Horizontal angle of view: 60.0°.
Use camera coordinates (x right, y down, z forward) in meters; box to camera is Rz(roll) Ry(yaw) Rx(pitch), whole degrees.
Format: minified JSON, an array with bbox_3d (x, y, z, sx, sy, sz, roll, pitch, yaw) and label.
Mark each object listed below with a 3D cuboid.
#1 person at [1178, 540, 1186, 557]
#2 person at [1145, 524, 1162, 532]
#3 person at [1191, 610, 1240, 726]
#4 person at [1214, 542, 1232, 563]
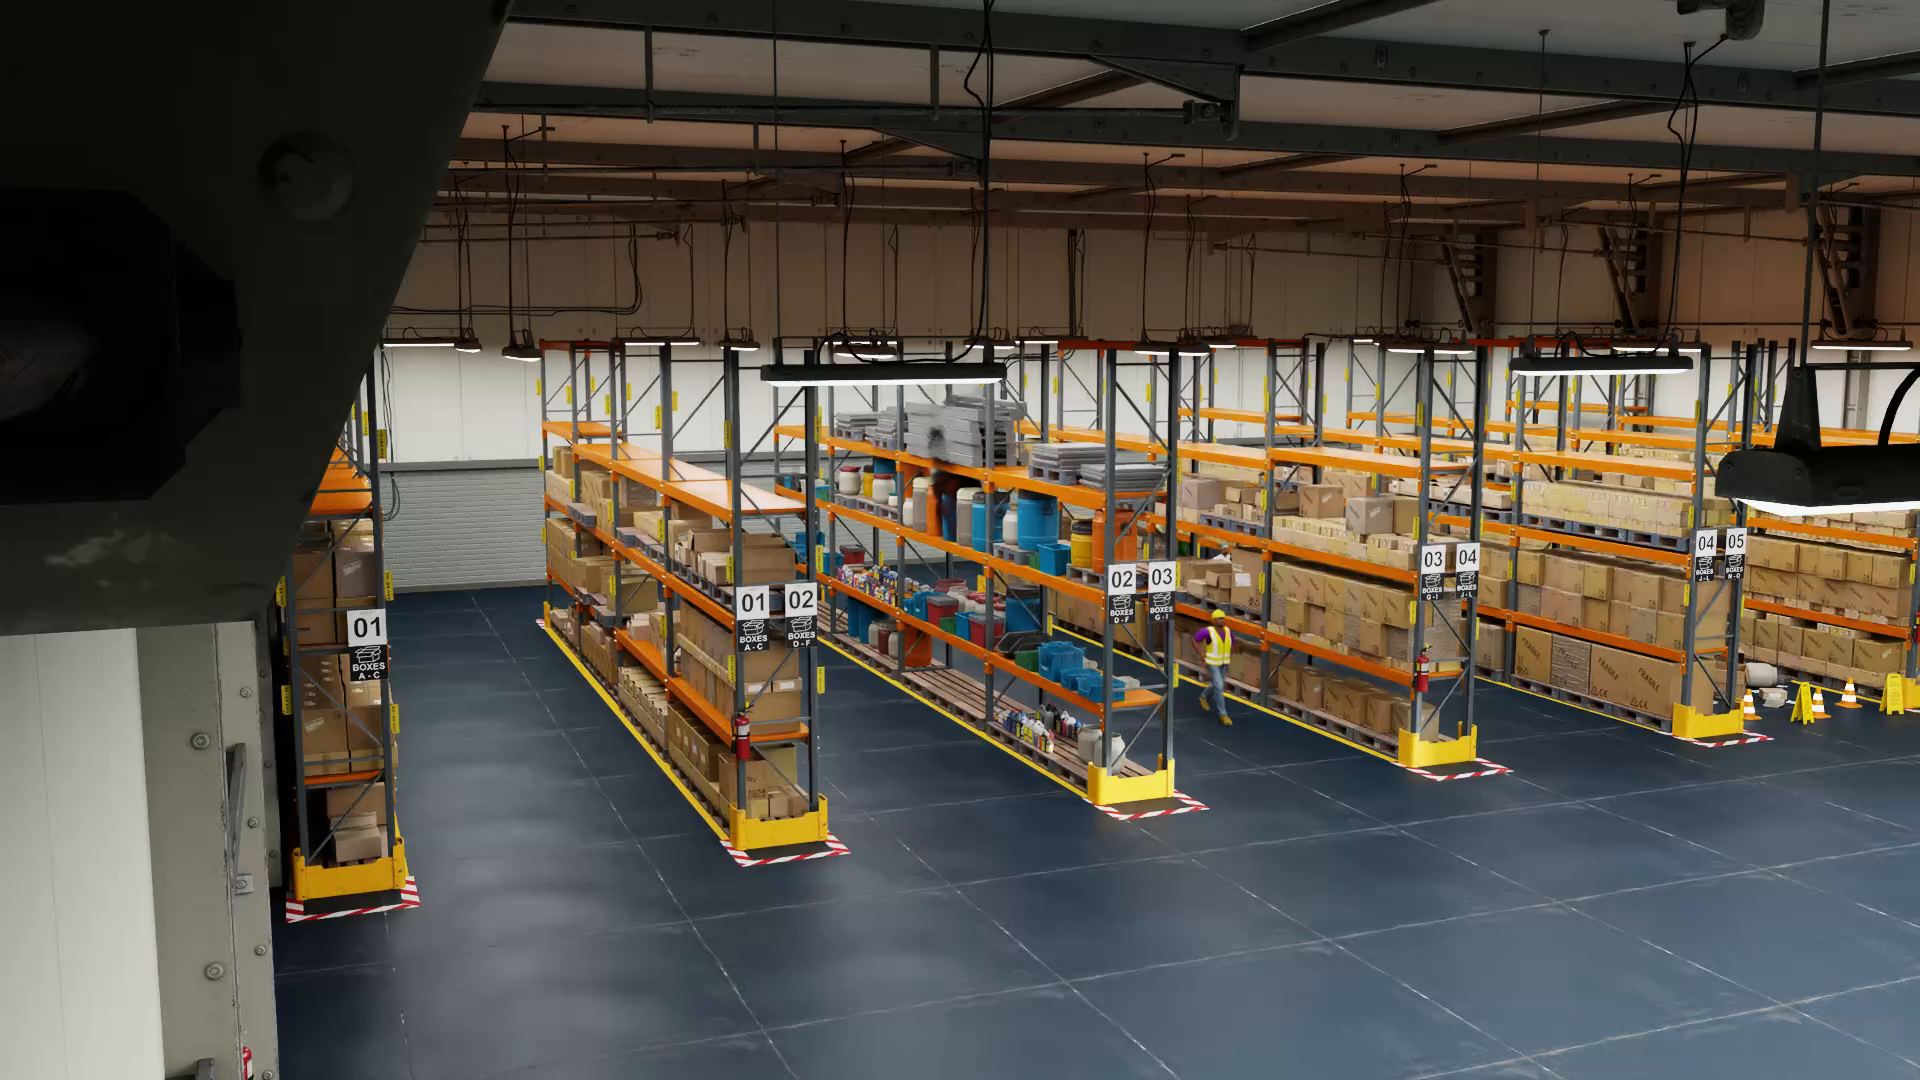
[{"bbox_3d":[5.442,0.018,41.408,0.887,1.765,0.666,-5,9,-32],"label":"person"},{"bbox_3d":[4.784,0.146,41.454,0.918,1.597,0.650,-4,8,-29],"label":"person"},{"bbox_3d":[4.114,1.992,26.588,0.697,1.779,0.978,-4,8,-28],"label":"person"},{"bbox_3d":[5.660,0.876,35.710,0.588,1.696,0.827,-3,8,-21],"label":"person"}]
